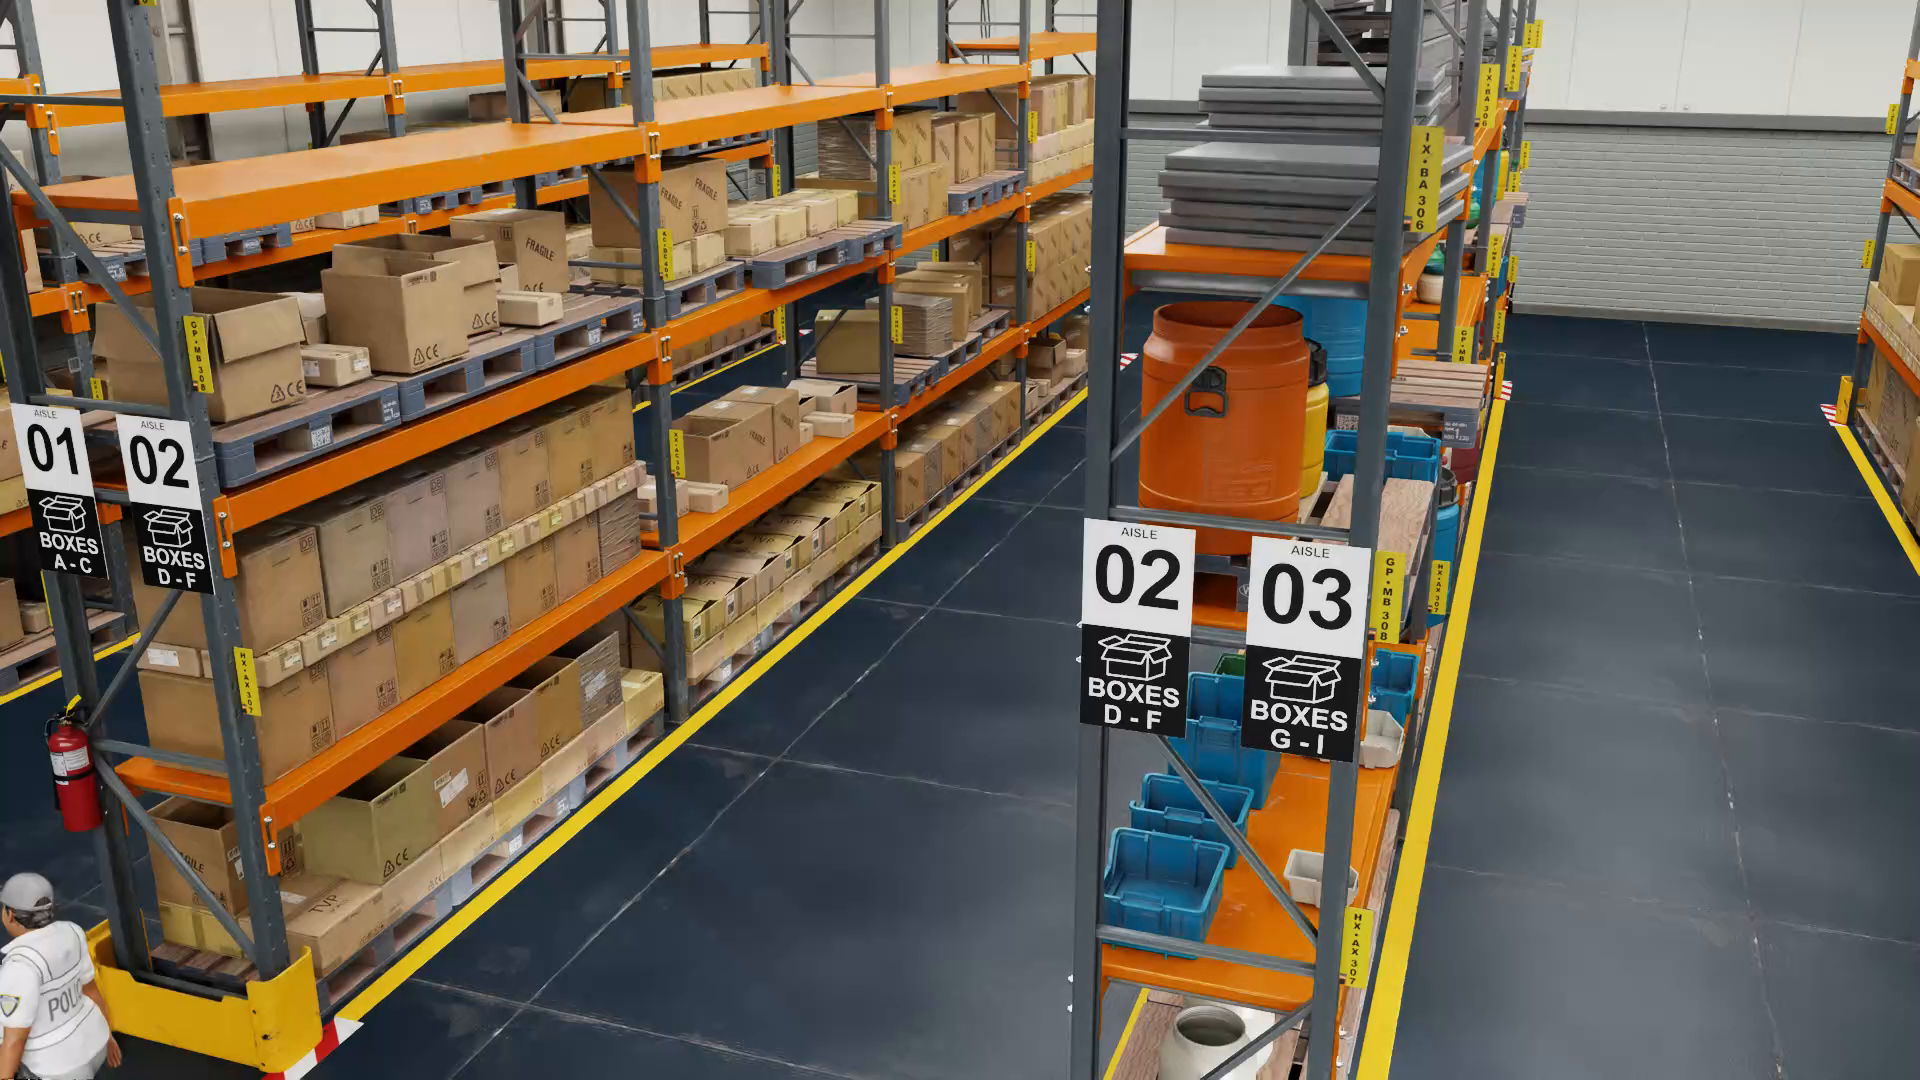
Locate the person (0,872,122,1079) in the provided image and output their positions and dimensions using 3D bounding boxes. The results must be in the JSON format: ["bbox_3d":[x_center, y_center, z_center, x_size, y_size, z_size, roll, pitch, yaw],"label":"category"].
[{"bbox_3d":[-3.643,2.122,6.746,0.965,1.612,0.538,-2,19,-6],"label":"person"}]
